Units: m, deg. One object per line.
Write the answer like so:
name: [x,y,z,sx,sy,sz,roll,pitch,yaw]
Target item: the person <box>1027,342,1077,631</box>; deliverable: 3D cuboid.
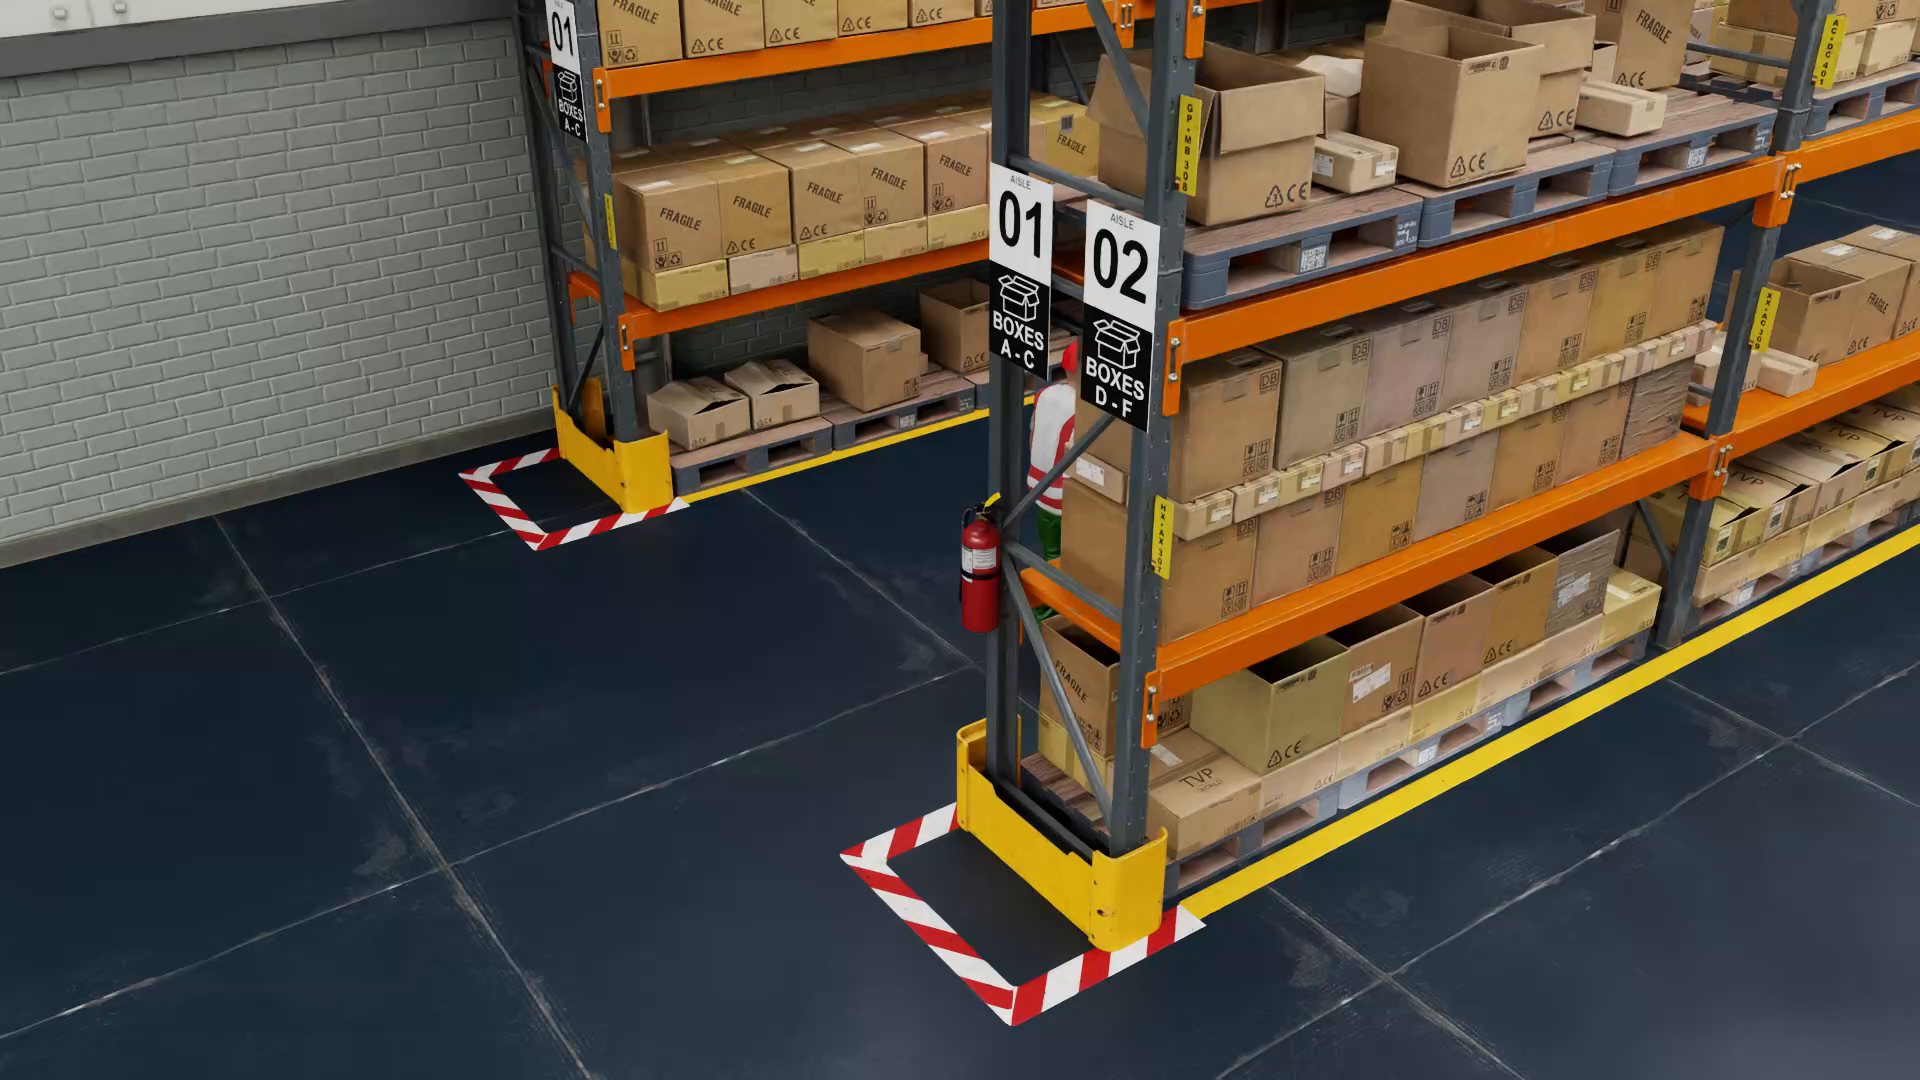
person: [0.608,-0.232,9.036,0.448,1.780,0.610,-18,33,-30]
